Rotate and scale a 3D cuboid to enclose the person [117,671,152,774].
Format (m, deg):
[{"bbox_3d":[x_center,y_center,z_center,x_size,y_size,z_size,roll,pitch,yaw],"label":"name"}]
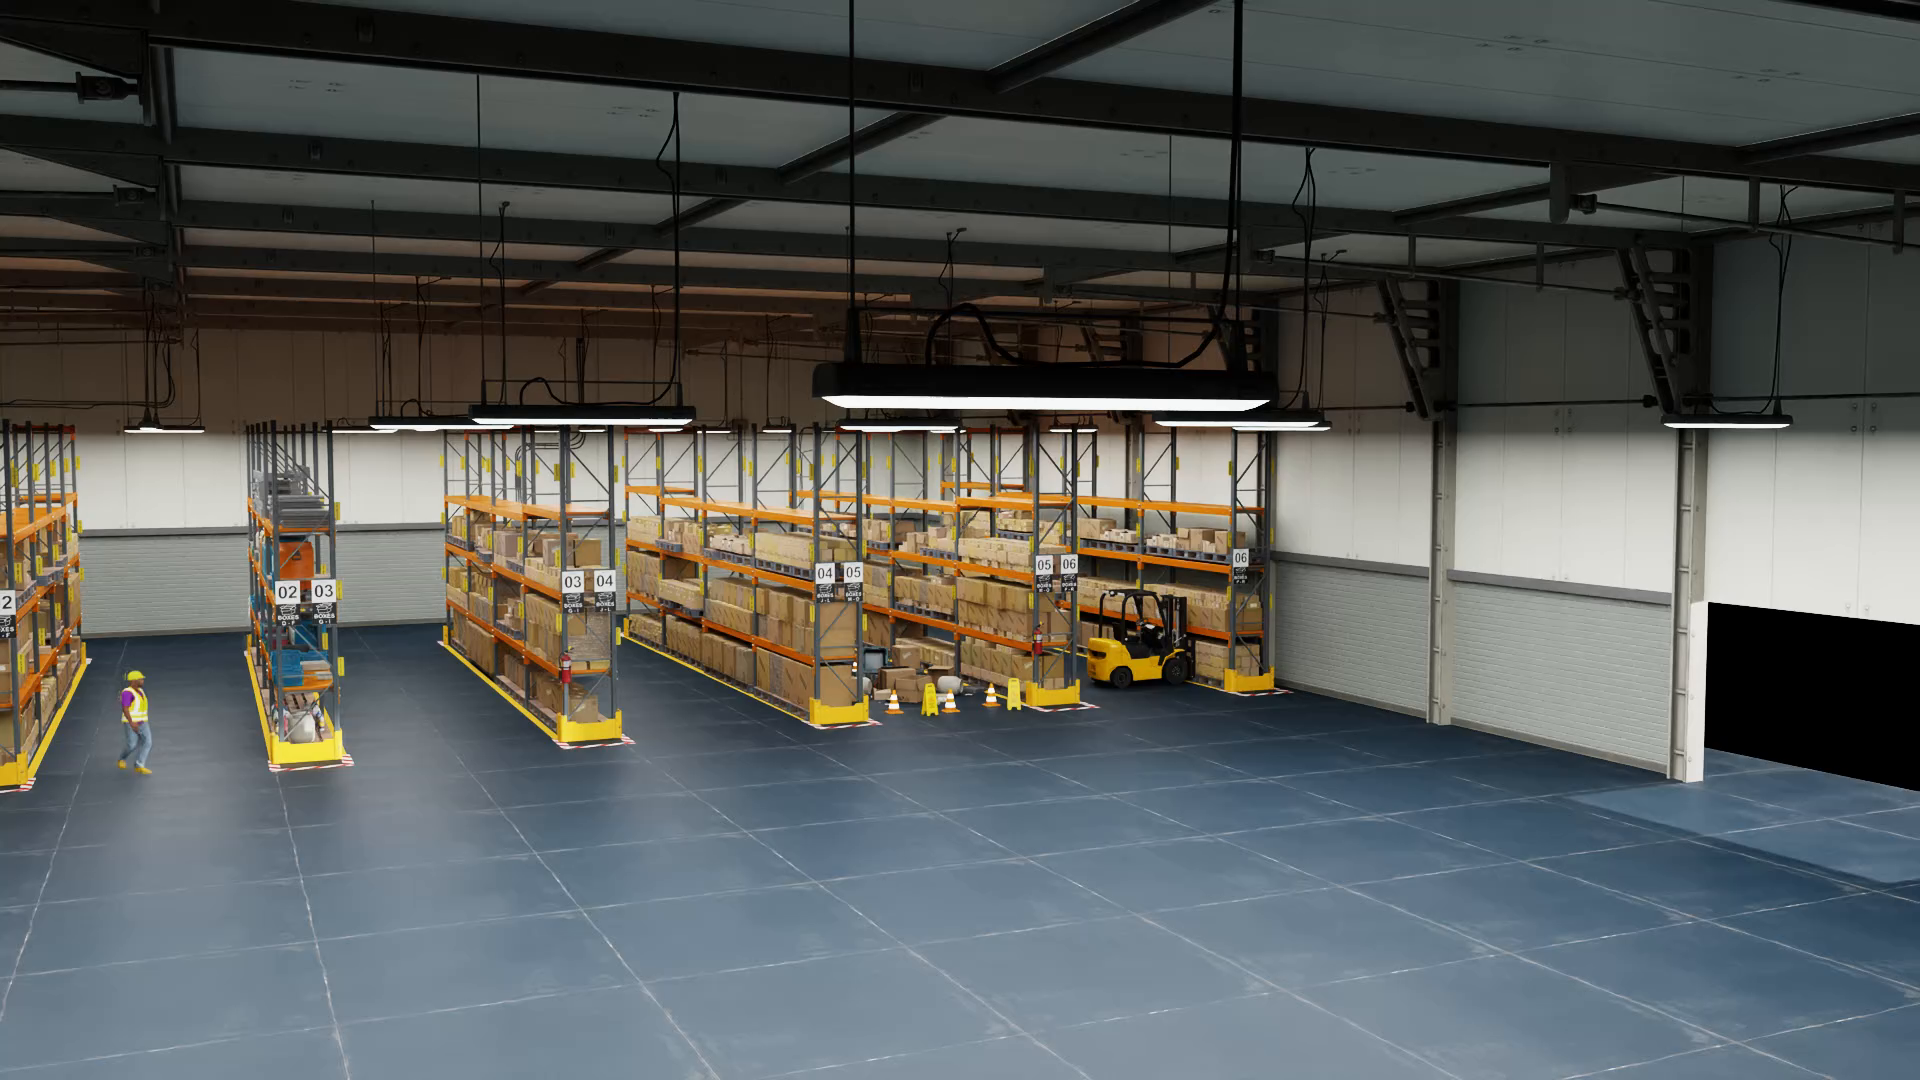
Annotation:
[{"bbox_3d":[-14.035,3.095,28.331,0.664,1.715,0.670,1,4,19],"label":"person"}]
